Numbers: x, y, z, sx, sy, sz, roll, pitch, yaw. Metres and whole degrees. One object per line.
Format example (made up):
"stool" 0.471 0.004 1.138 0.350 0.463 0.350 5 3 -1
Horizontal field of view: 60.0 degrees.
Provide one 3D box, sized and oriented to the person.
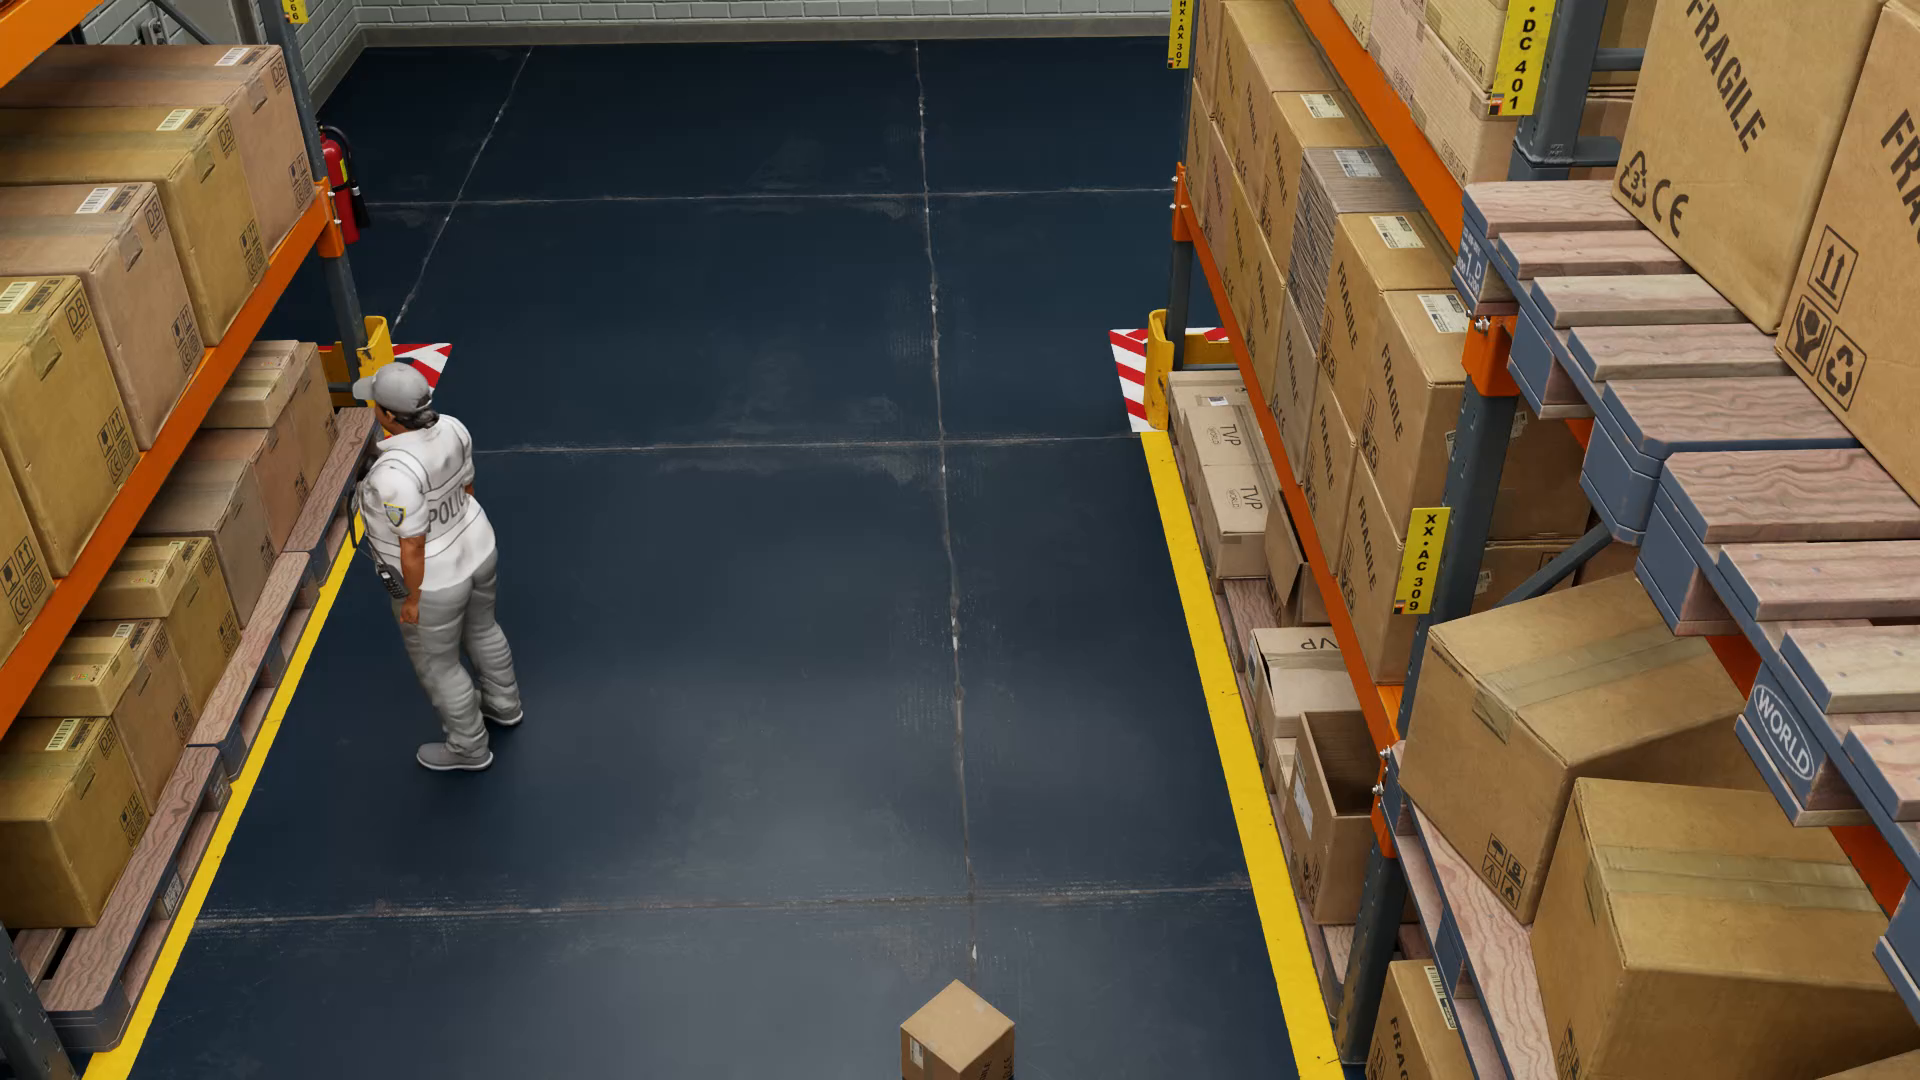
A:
"person" -1.885 0.102 6.001 0.387 1.669 0.478 10 37 13
